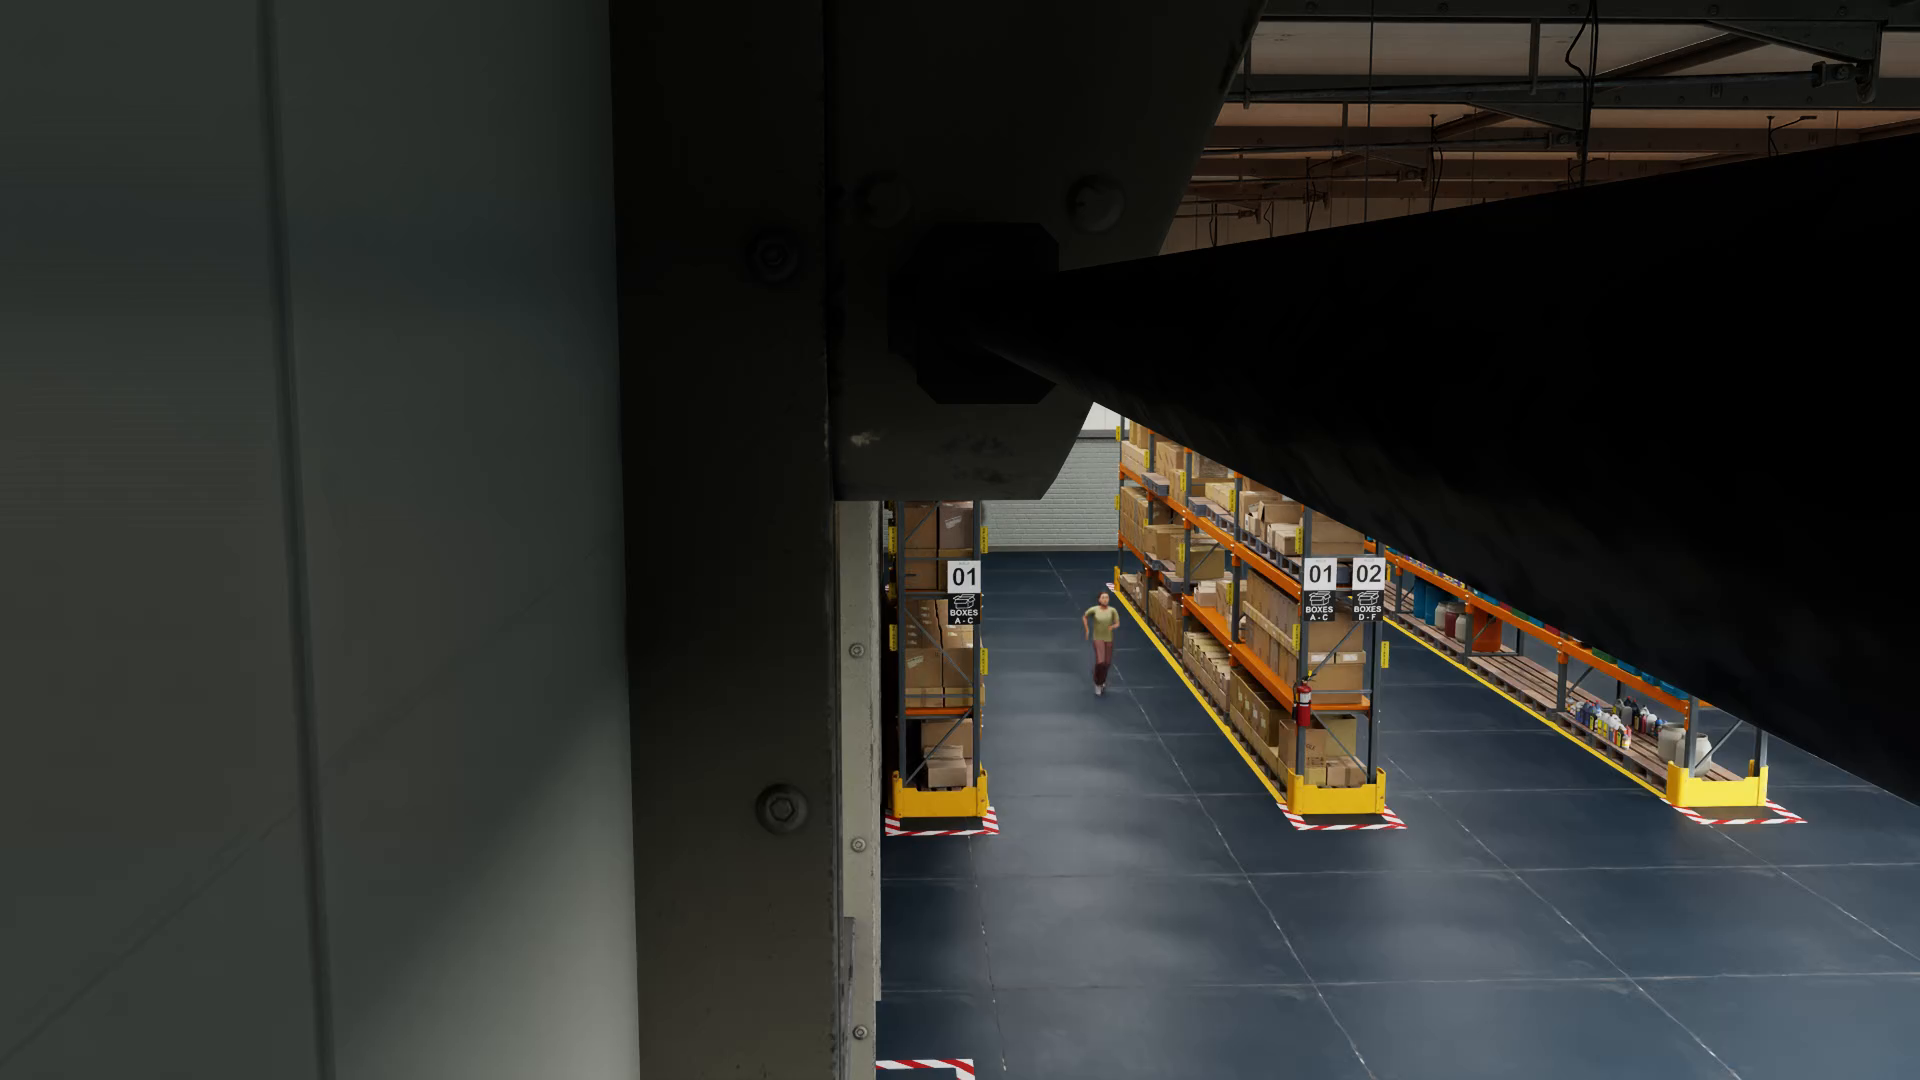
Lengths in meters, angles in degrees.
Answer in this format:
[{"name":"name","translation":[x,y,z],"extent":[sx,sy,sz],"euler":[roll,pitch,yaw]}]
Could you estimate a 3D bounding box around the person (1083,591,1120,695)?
[{"name":"person","translation":[2.308,1.652,26.844],"extent":[0.547,1.688,0.677],"euler":[-2,8,-11]}]
